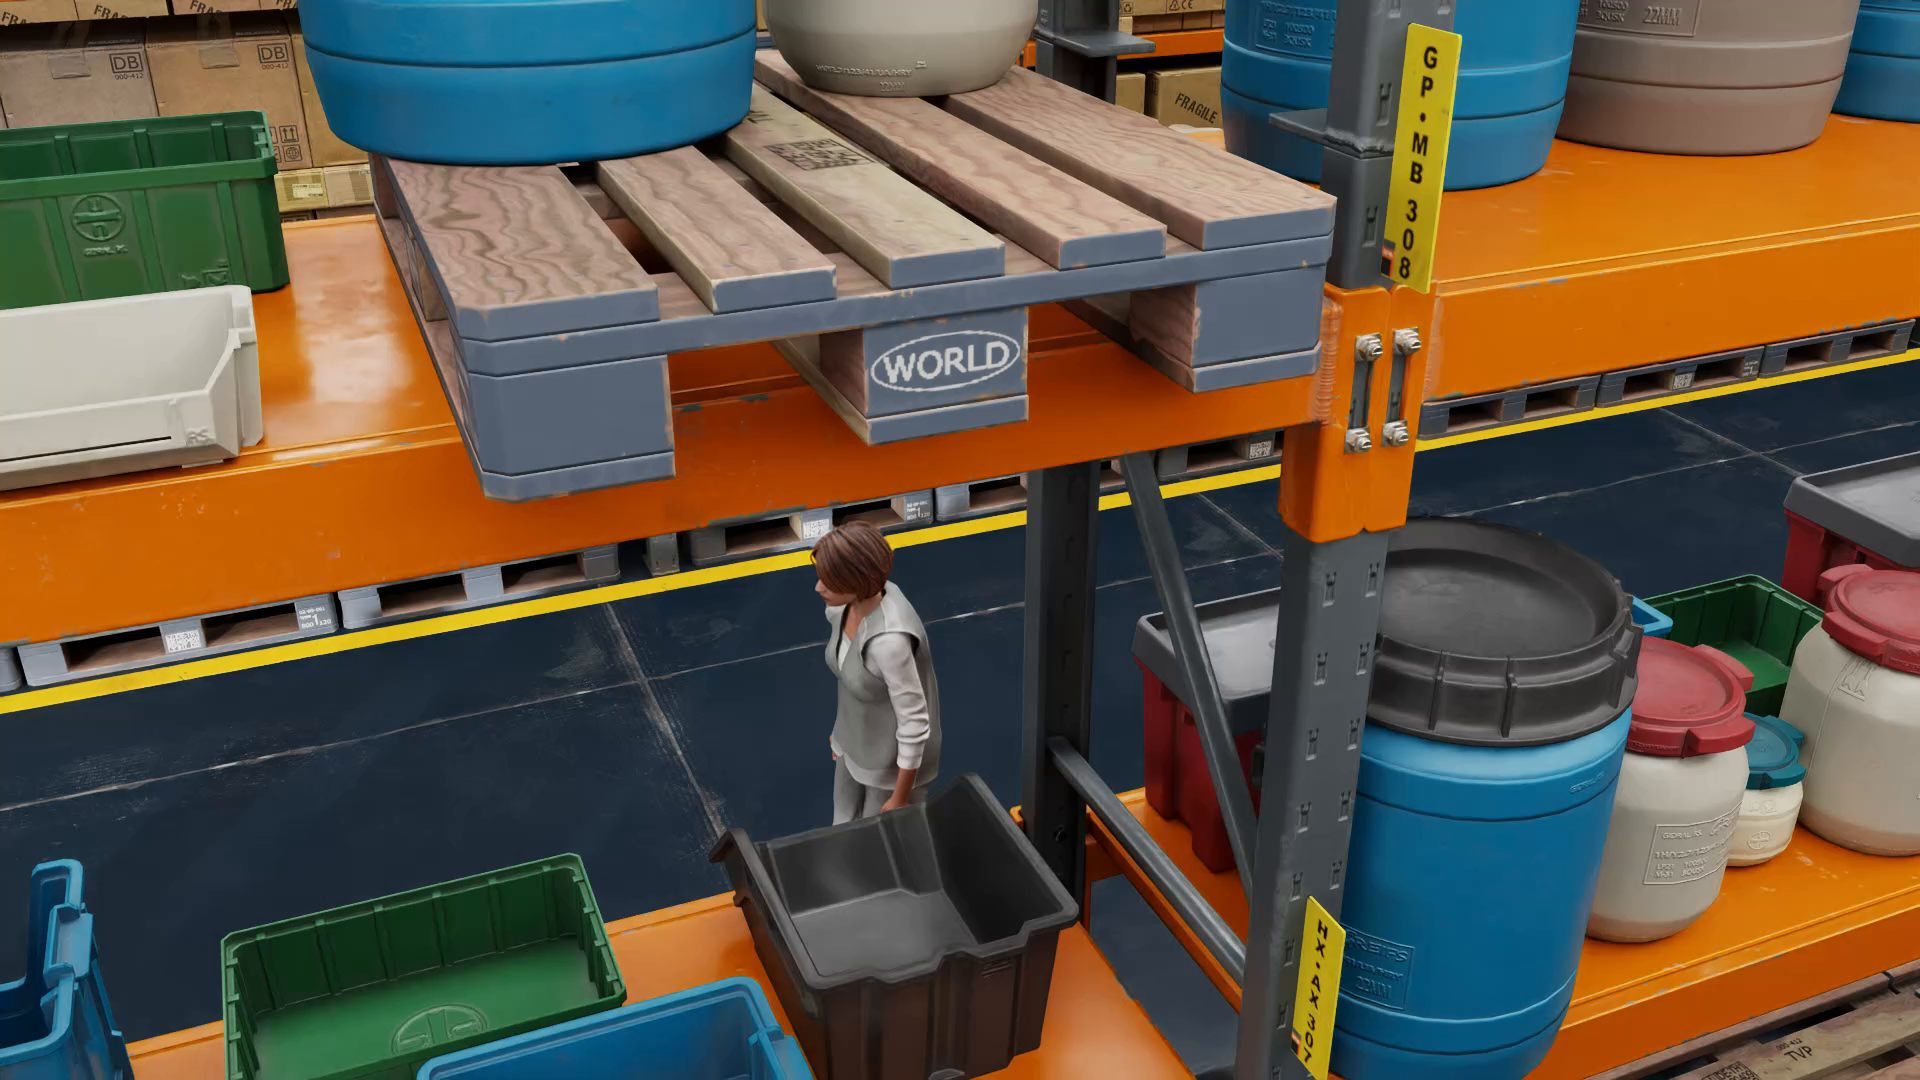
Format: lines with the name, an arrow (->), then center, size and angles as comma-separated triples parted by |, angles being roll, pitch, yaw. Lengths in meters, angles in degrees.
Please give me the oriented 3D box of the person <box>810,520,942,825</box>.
person -> -0.246, 0.651, 4.811 | 0.346, 1.592, 0.475 | -12, 29, -23
